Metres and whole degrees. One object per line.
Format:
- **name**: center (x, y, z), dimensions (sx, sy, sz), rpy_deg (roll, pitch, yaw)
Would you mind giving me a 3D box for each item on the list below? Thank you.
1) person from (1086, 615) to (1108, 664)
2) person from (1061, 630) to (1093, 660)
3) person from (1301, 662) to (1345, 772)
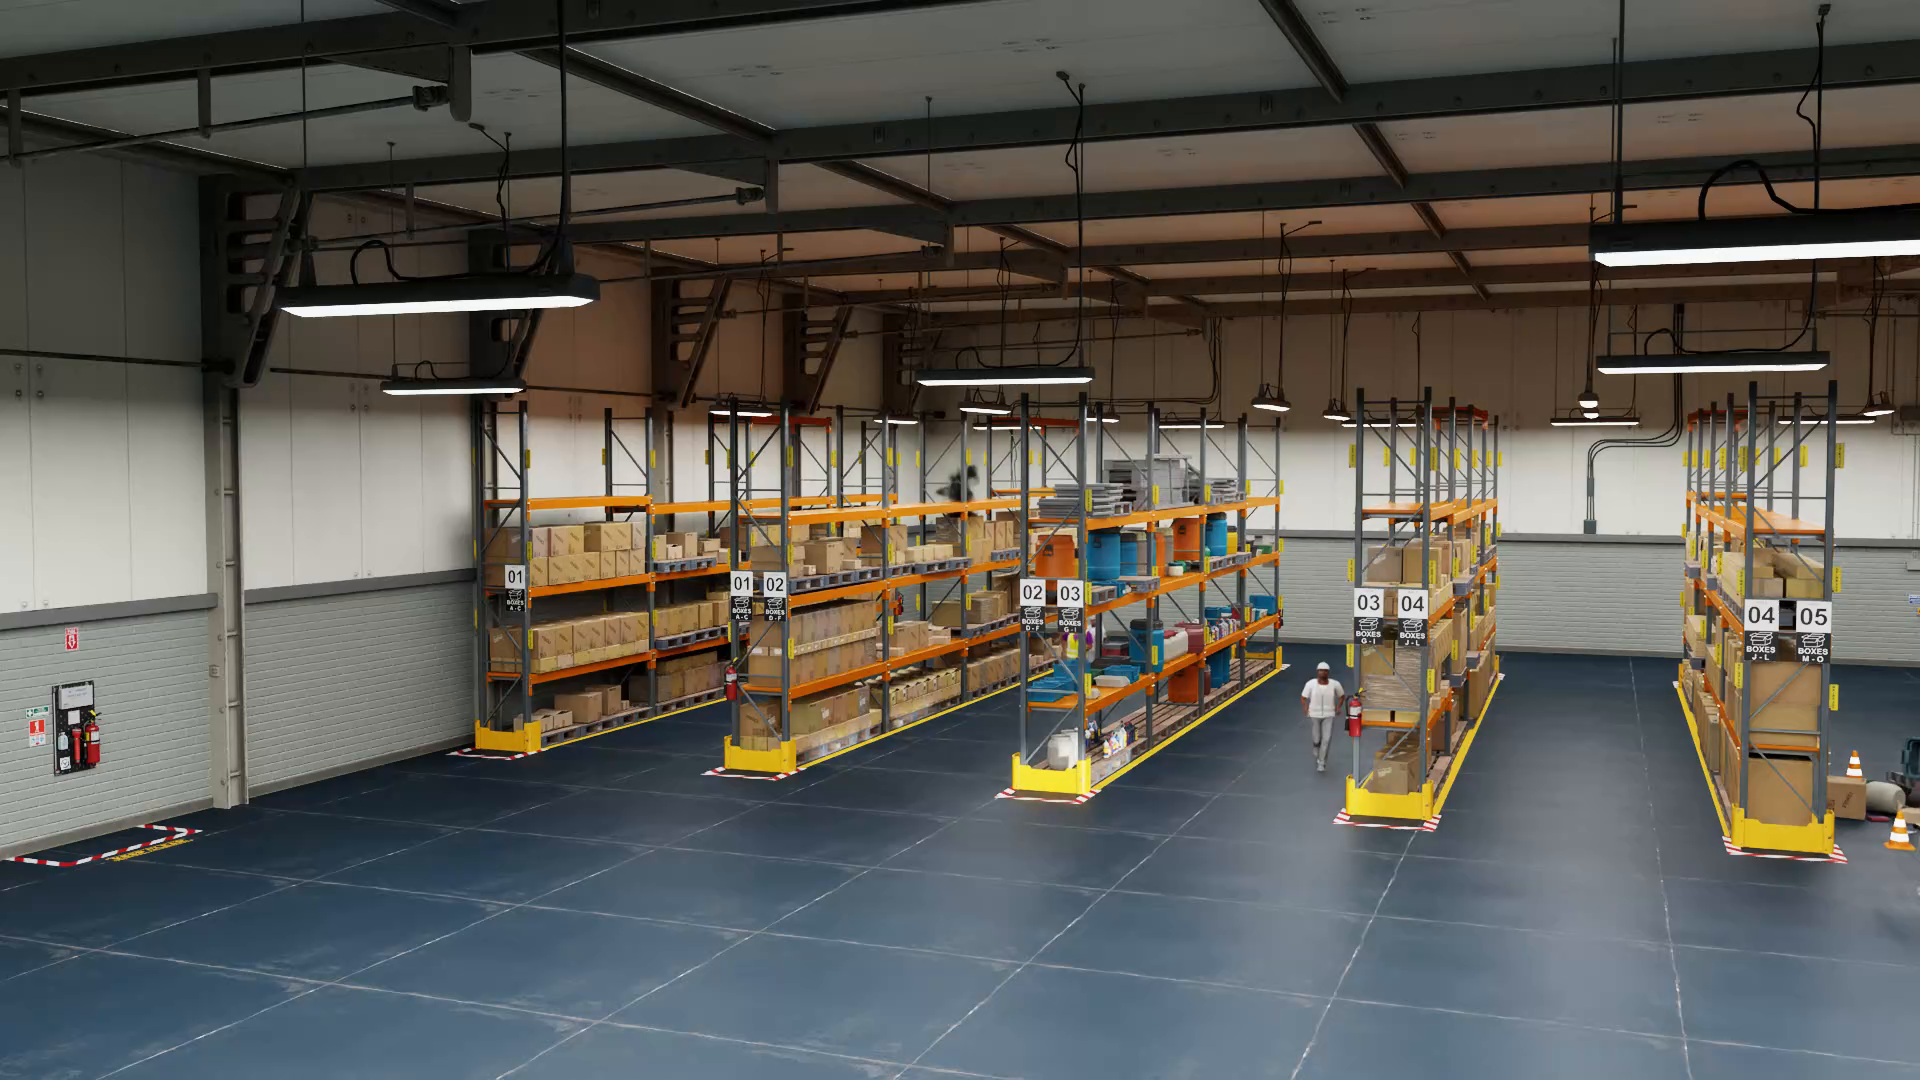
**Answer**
- **person**: center (2.952, 2.424, 36.392), dimensions (0.555, 1.648, 0.567), rpy_deg (1, 3, 12)
- **person**: center (2.409, 2.454, 34.358), dimensions (0.669, 1.787, 0.808), rpy_deg (0, 3, 8)
- **person**: center (5.848, 2.836, 26.775), dimensions (0.700, 1.739, 0.801), rpy_deg (1, 3, 12)
